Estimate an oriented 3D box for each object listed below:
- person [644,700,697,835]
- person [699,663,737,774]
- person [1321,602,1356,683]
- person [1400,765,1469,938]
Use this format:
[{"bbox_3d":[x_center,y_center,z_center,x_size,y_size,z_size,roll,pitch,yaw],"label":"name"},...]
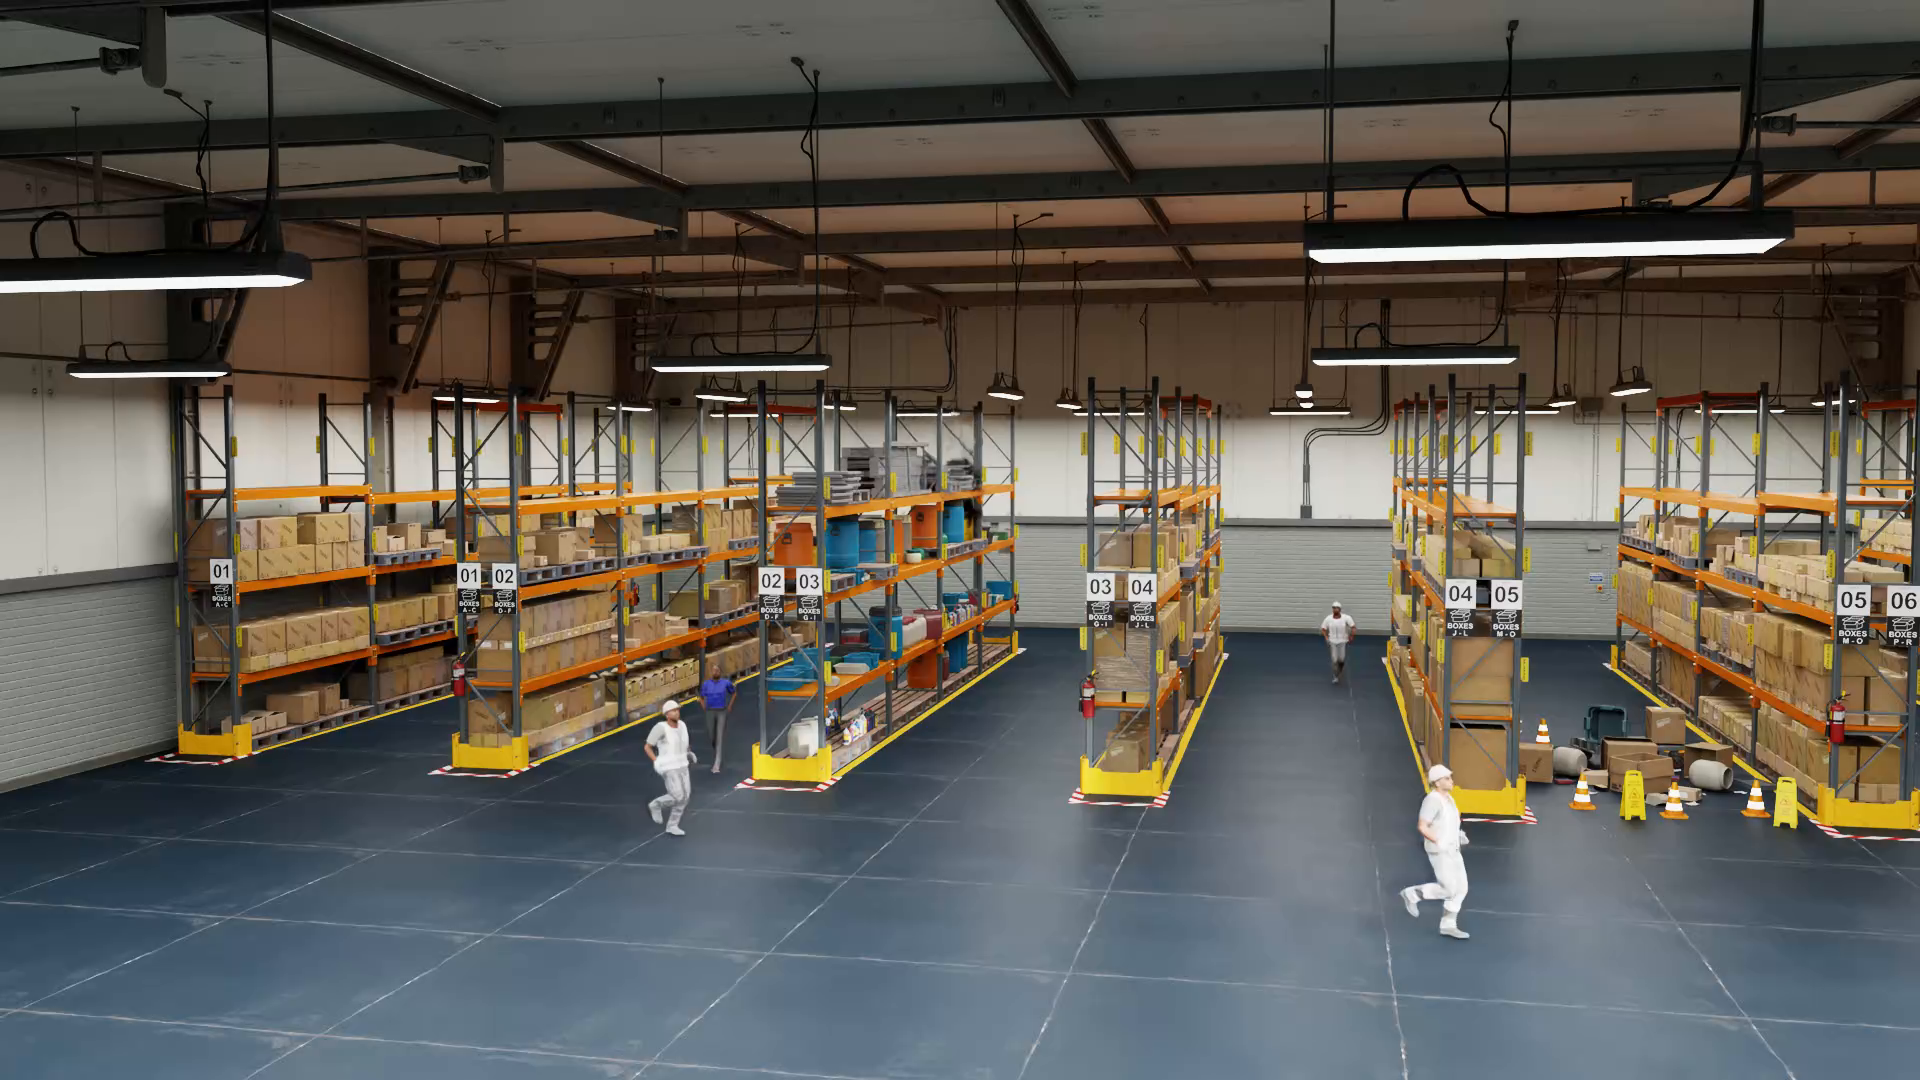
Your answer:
[{"bbox_3d":[-3.702,2.937,21.476,0.572,1.737,0.686,2,4,36],"label":"person"},{"bbox_3d":[-3.774,2.744,25.888,0.579,1.659,0.859,0,3,1],"label":"person"},{"bbox_3d":[7.997,2.174,35.203,0.706,1.724,0.523,1,3,18],"label":"person"},{"bbox_3d":[4.908,3.176,17.085,0.704,1.749,0.656,2,4,37],"label":"person"}]
